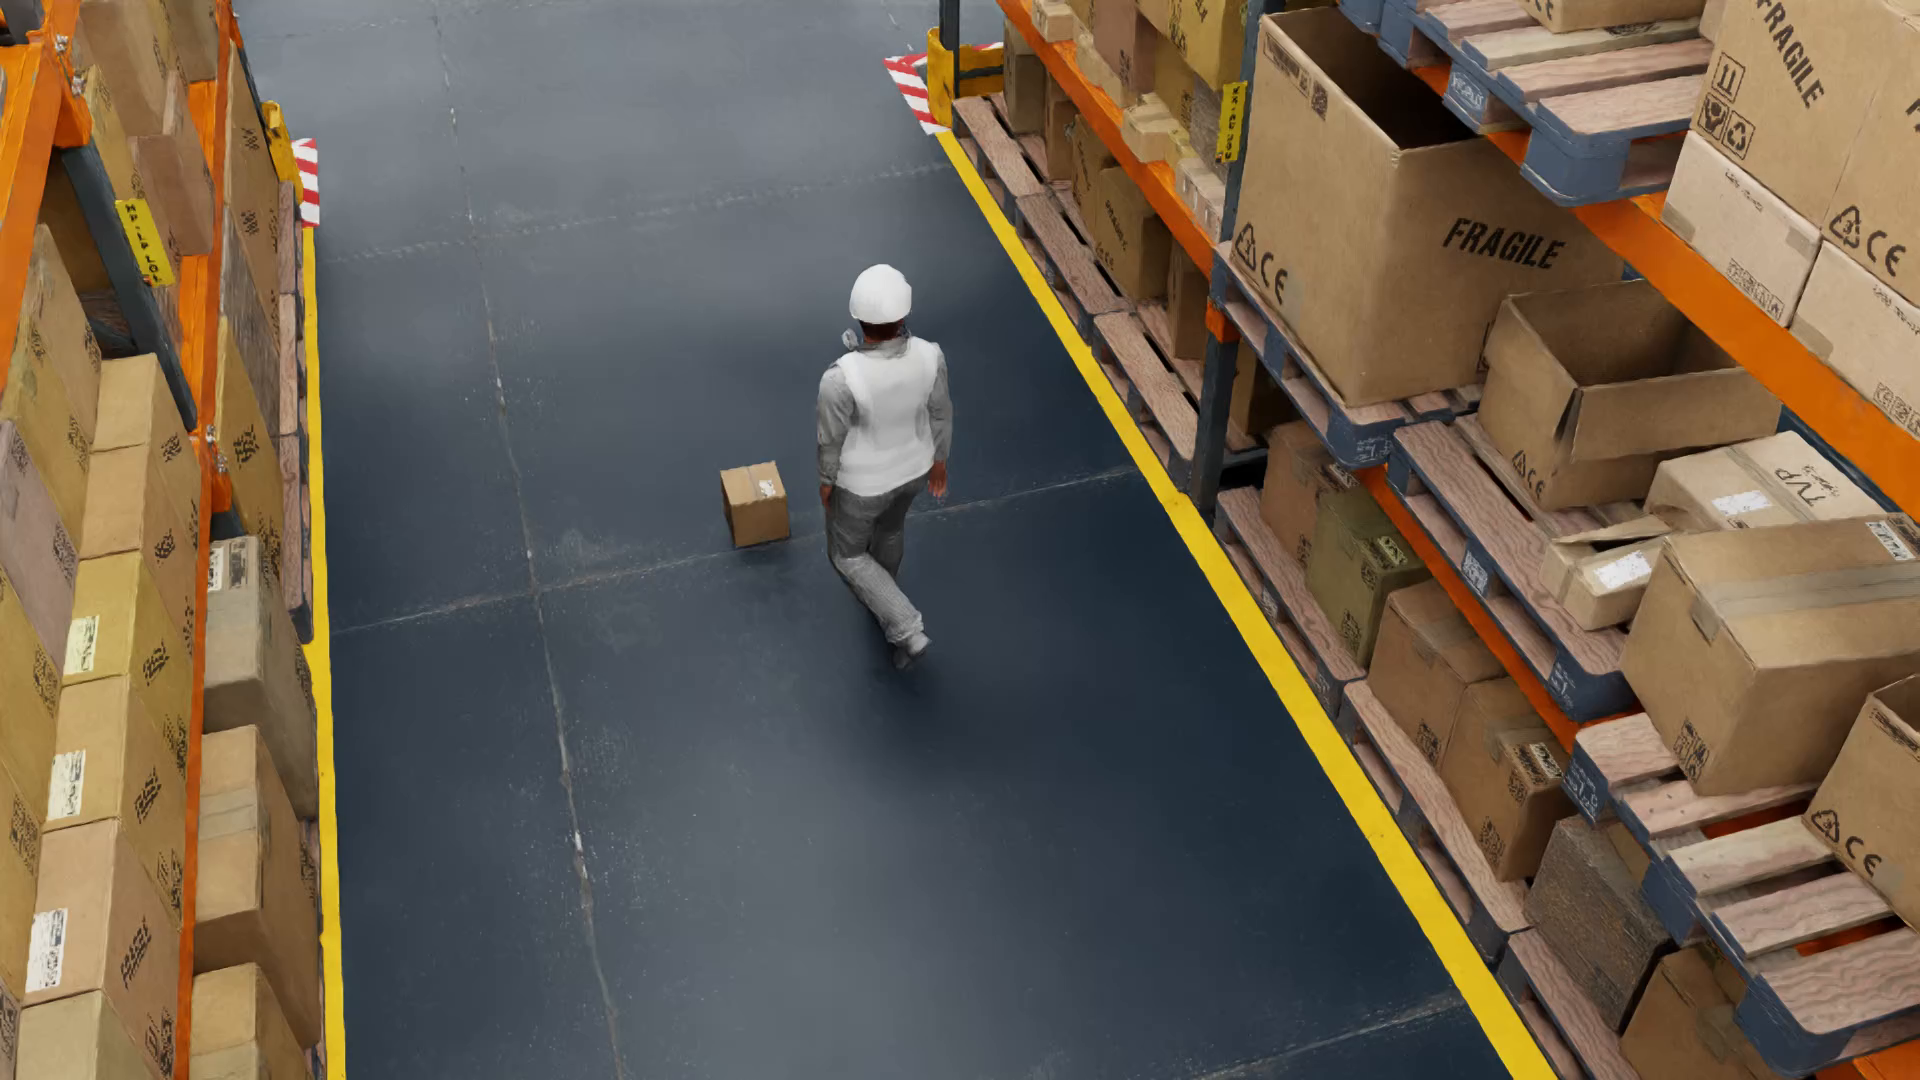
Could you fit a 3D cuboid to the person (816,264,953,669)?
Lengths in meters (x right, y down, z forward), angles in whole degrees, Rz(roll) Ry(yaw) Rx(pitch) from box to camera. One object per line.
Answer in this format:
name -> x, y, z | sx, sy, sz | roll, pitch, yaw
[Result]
person -> -0.295, -0.278, 6.450 | 0.544, 1.766, 0.803 | -26, 48, -26
